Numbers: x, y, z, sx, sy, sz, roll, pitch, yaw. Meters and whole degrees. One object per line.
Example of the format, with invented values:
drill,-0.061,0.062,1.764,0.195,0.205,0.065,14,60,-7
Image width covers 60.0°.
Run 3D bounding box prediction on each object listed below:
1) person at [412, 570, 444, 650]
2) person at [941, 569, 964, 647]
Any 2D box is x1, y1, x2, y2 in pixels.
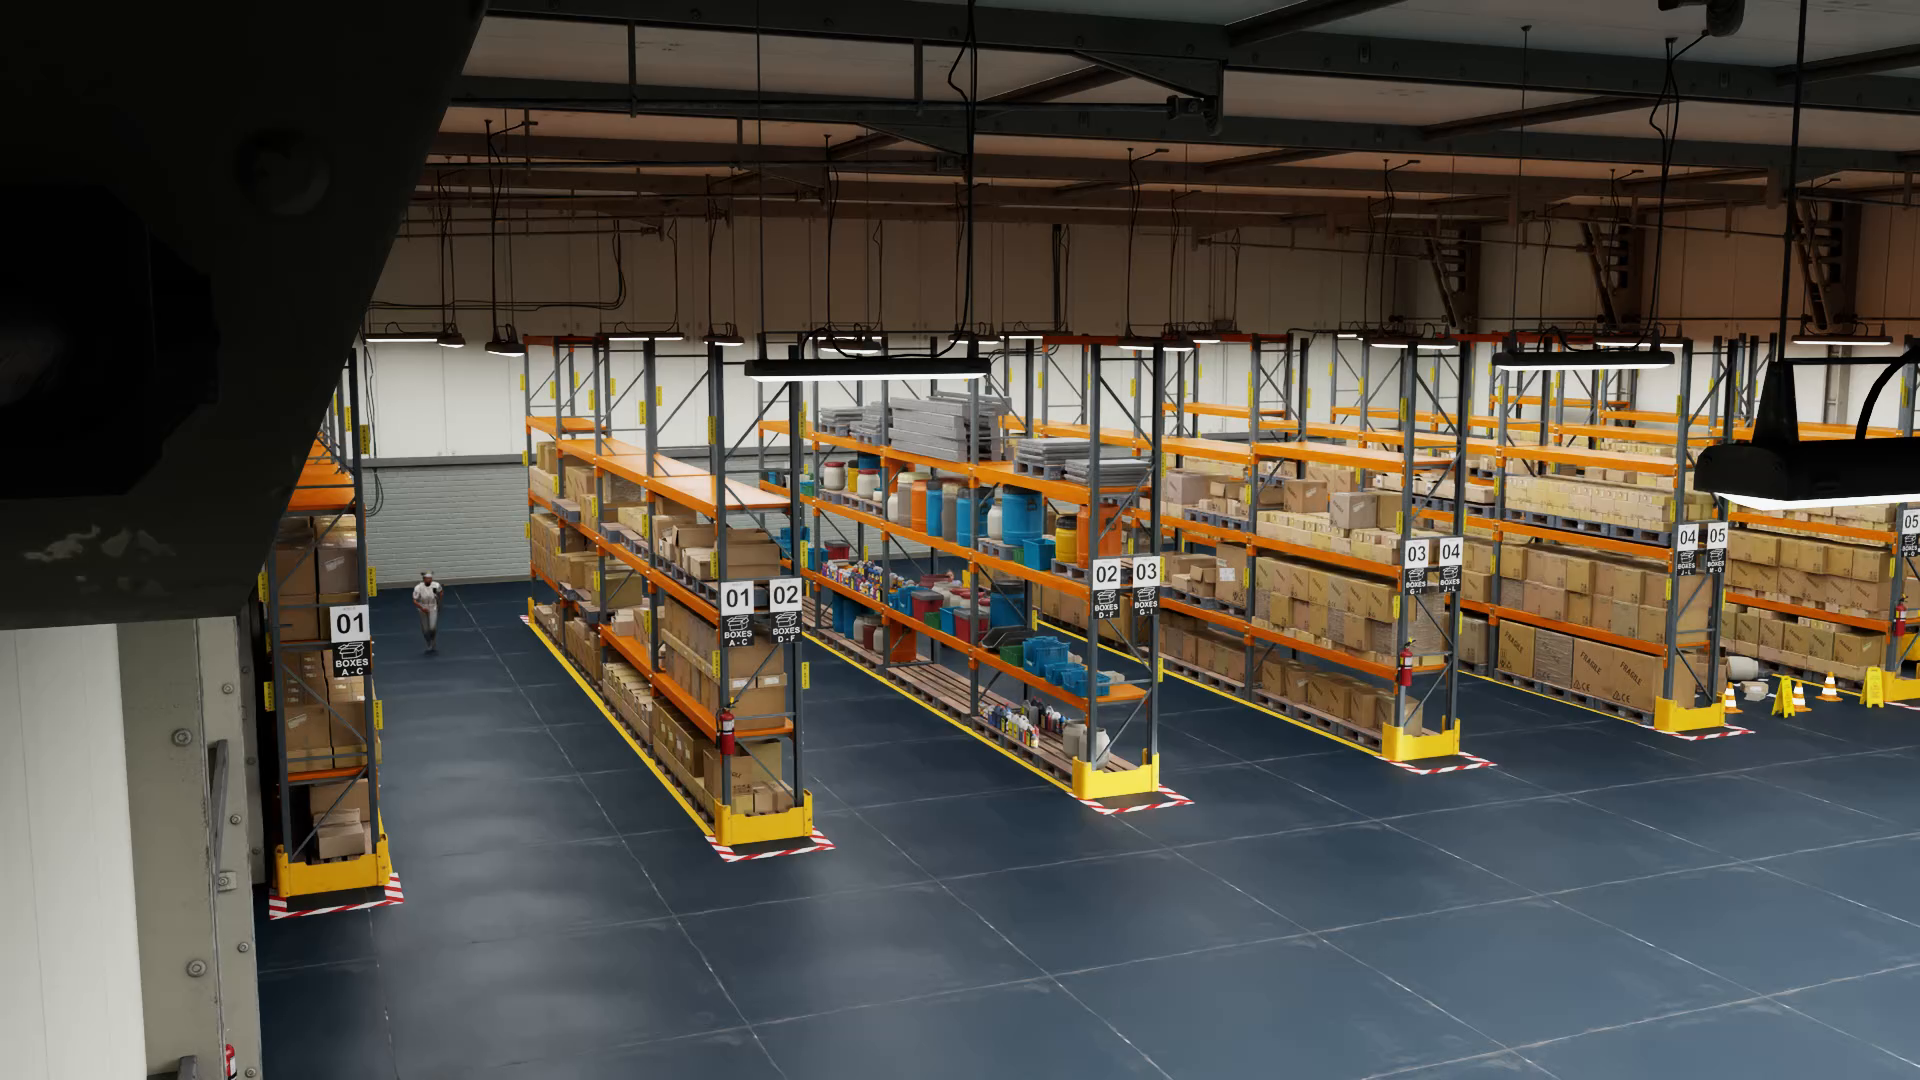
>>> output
person,-10.120,1.336,31.679,0.552,1.601,0.737,-2,8,-13
person,-0.209,1.320,31.970,0.638,1.551,0.750,-2,8,-12
